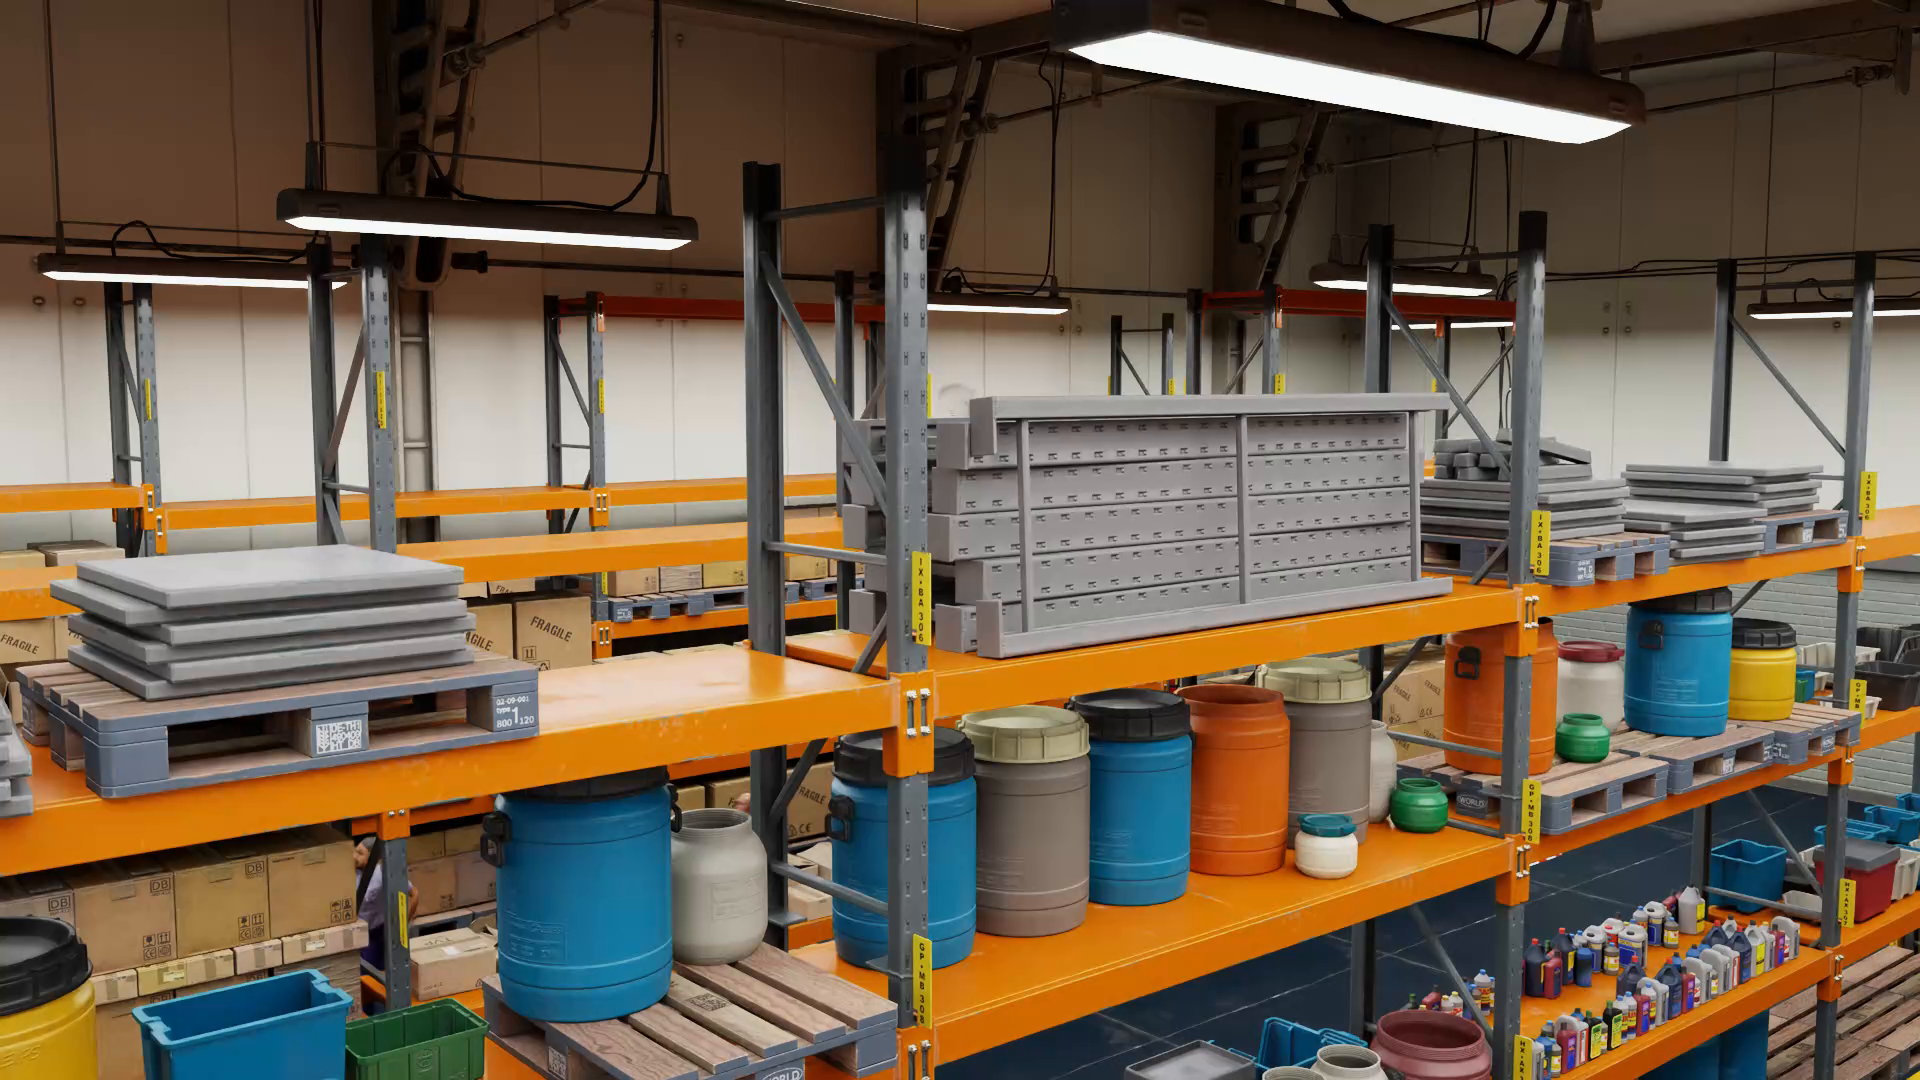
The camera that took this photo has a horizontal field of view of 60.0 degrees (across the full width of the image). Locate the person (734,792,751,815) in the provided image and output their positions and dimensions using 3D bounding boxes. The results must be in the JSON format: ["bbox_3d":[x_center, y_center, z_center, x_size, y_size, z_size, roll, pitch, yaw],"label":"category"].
[{"bbox_3d":[-1.868,2.970,14.057,0.644,1.680,0.591,5,8,44],"label":"person"}]

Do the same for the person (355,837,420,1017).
[{"bbox_3d":[-4.509,3.101,12.826,0.632,1.642,0.902,4,7,37],"label":"person"}]
